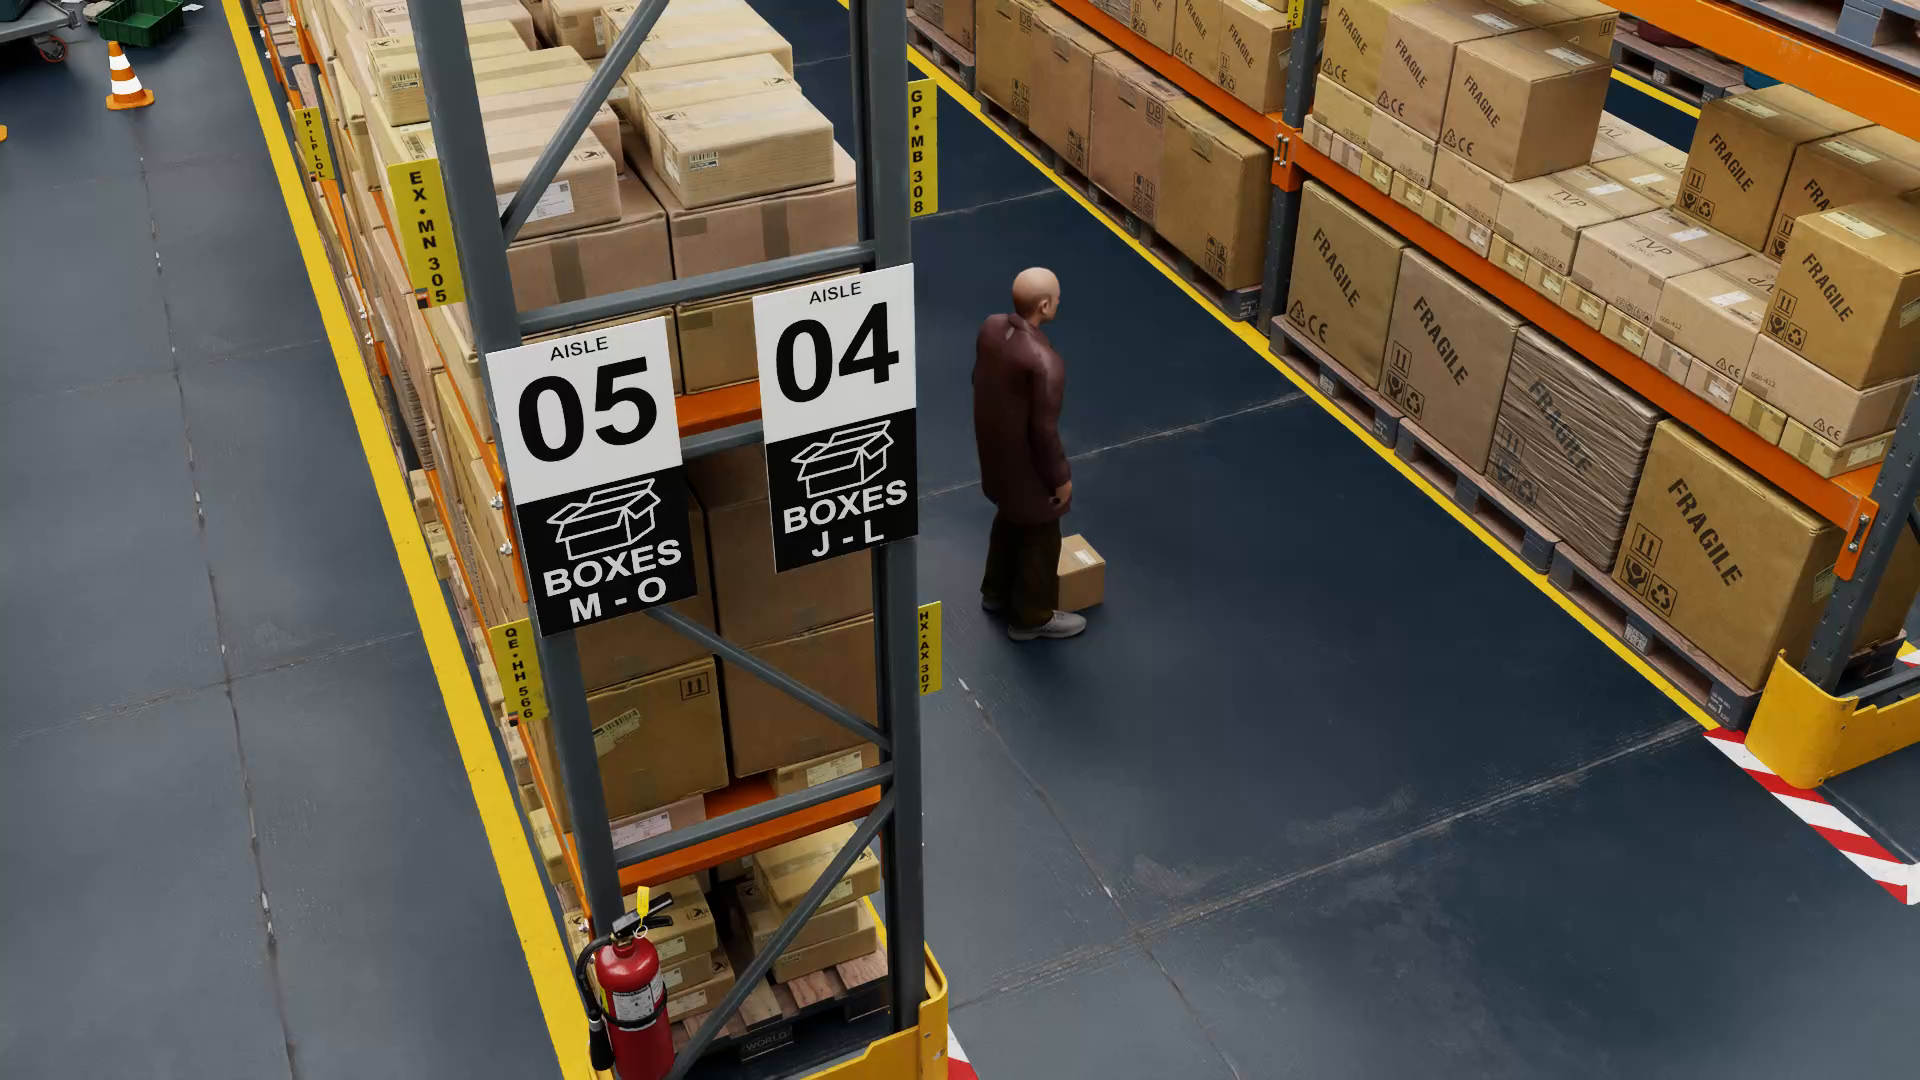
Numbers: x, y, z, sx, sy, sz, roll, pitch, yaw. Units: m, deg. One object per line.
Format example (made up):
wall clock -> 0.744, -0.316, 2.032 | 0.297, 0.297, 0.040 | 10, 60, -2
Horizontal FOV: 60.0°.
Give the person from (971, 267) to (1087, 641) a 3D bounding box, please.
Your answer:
person -> 0.282, -0.383, 7.383 | 0.424, 1.772, 0.649 | -18, 40, -23
